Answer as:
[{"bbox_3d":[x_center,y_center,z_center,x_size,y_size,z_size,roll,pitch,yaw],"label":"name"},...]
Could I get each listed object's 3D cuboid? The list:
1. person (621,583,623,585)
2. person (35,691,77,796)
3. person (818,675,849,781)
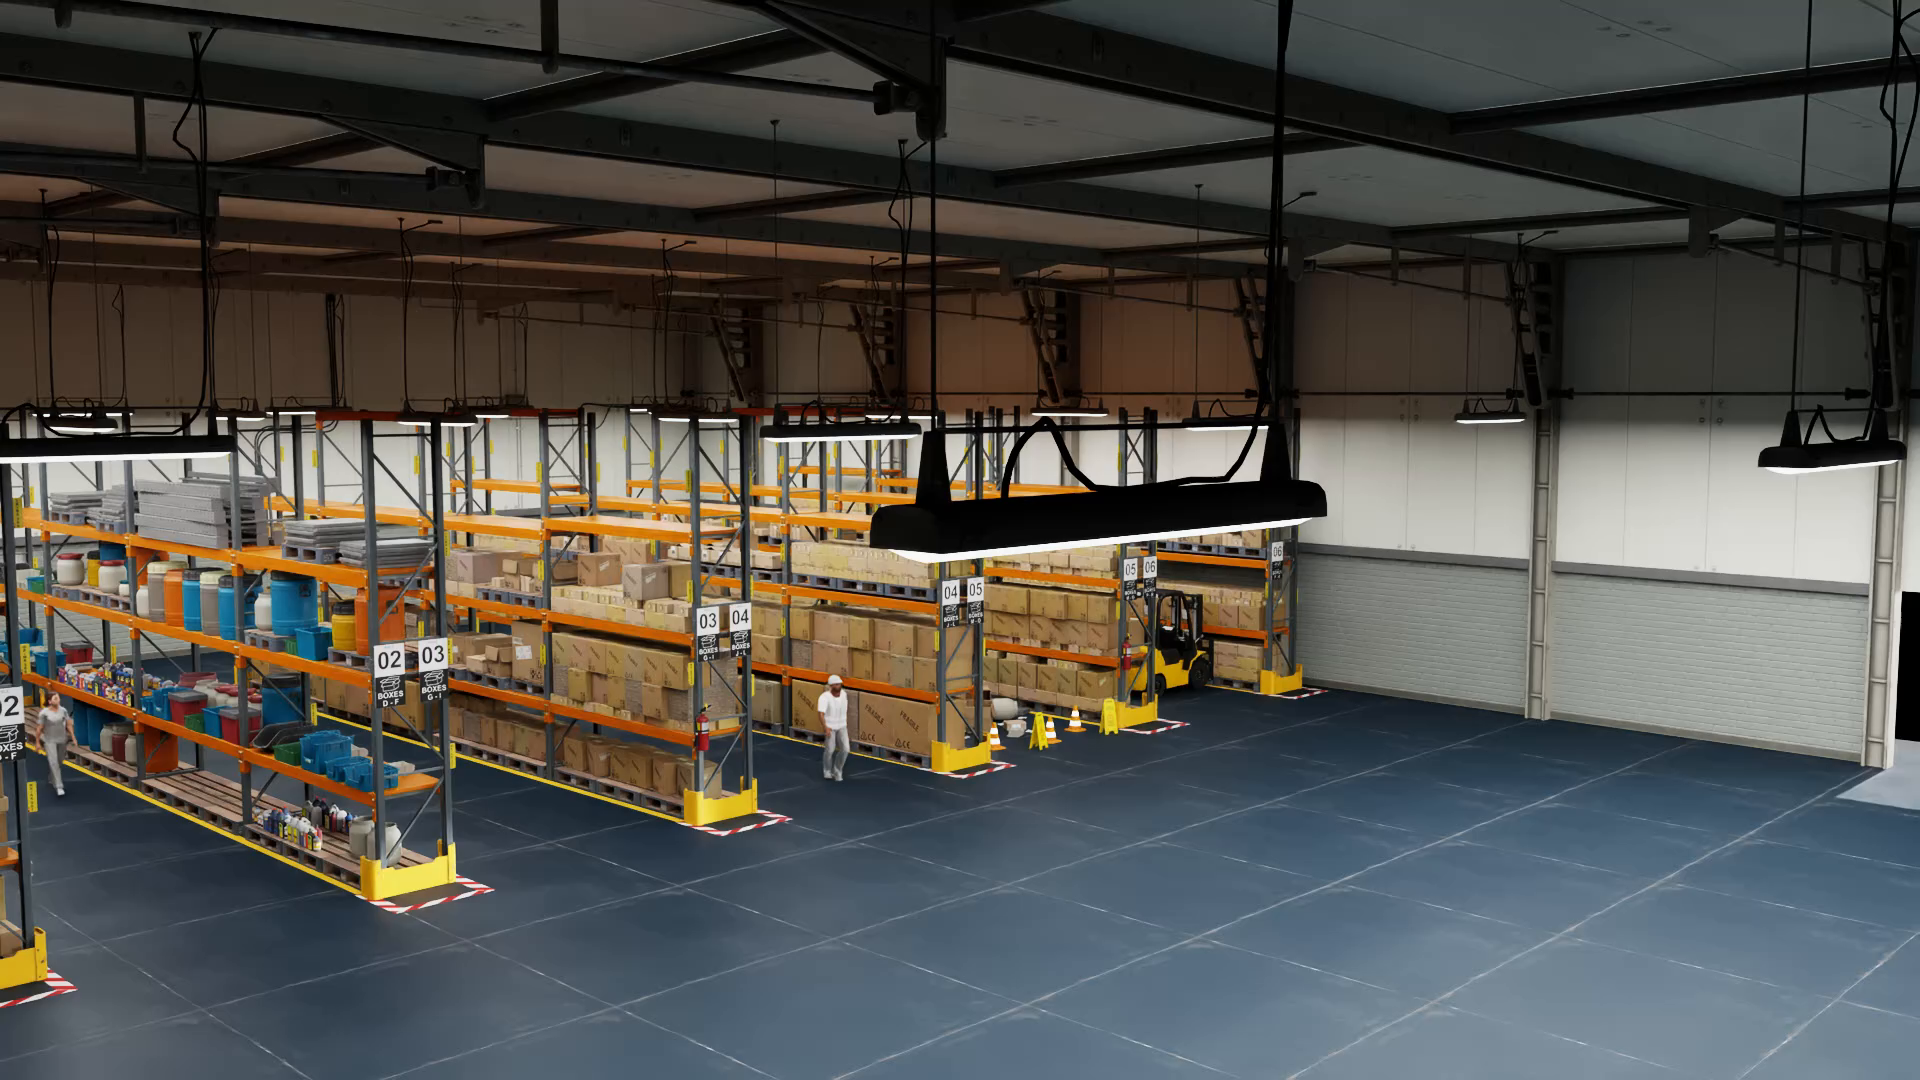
[{"bbox_3d":[-7.990,1.912,39.993,0.536,1.759,0.637,-1,5,-8],"label":"person"},{"bbox_3d":[-14.293,3.182,26.290,0.561,1.604,1.064,-5,7,-43],"label":"person"},{"bbox_3d":[-2.034,3.106,27.195,0.713,1.823,0.659,-4,6,-38],"label":"person"}]
